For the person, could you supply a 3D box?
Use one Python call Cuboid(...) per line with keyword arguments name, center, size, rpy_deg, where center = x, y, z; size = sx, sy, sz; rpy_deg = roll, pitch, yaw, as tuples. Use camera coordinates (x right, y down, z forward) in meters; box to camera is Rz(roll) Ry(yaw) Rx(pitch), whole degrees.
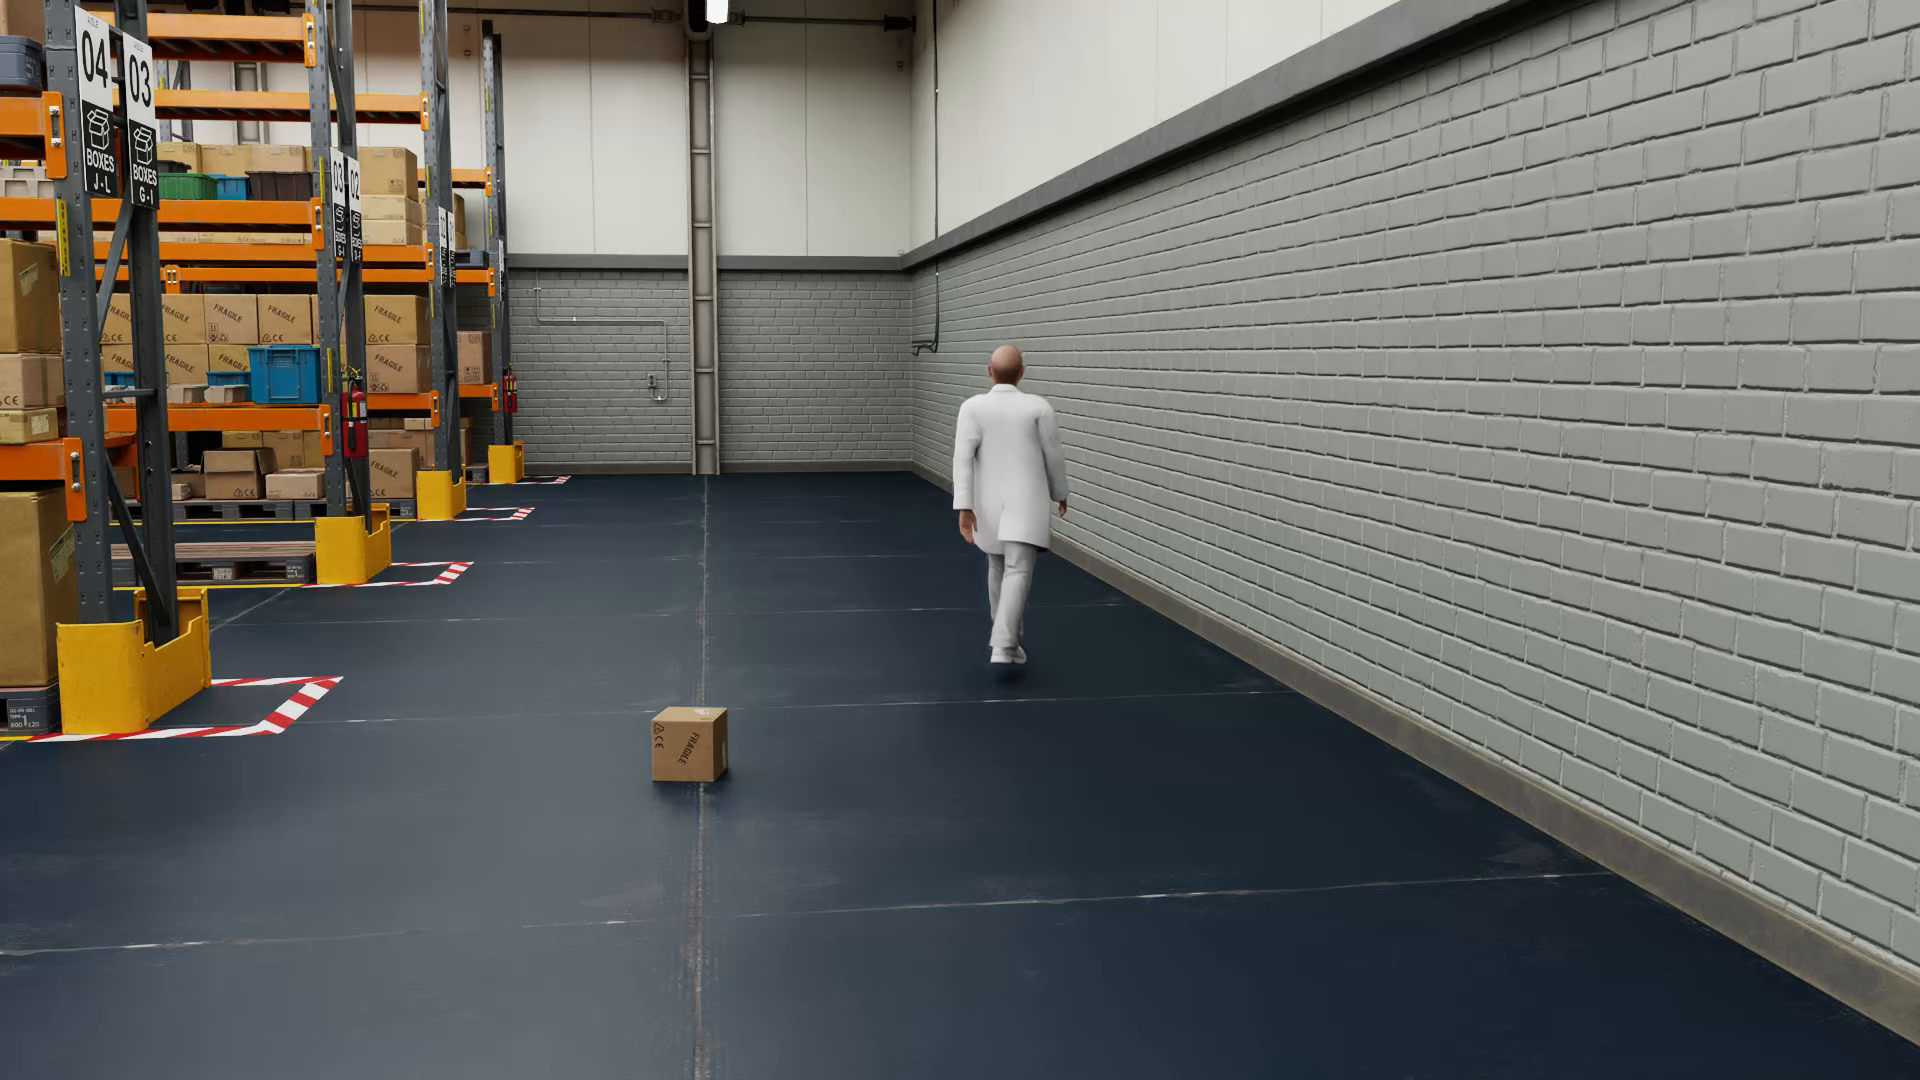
Cuboid(name="person", center=(0.300, -0.202, 9.093), size=(0.566, 1.720, 1.119), rpy_deg=(2, 7, 17))
